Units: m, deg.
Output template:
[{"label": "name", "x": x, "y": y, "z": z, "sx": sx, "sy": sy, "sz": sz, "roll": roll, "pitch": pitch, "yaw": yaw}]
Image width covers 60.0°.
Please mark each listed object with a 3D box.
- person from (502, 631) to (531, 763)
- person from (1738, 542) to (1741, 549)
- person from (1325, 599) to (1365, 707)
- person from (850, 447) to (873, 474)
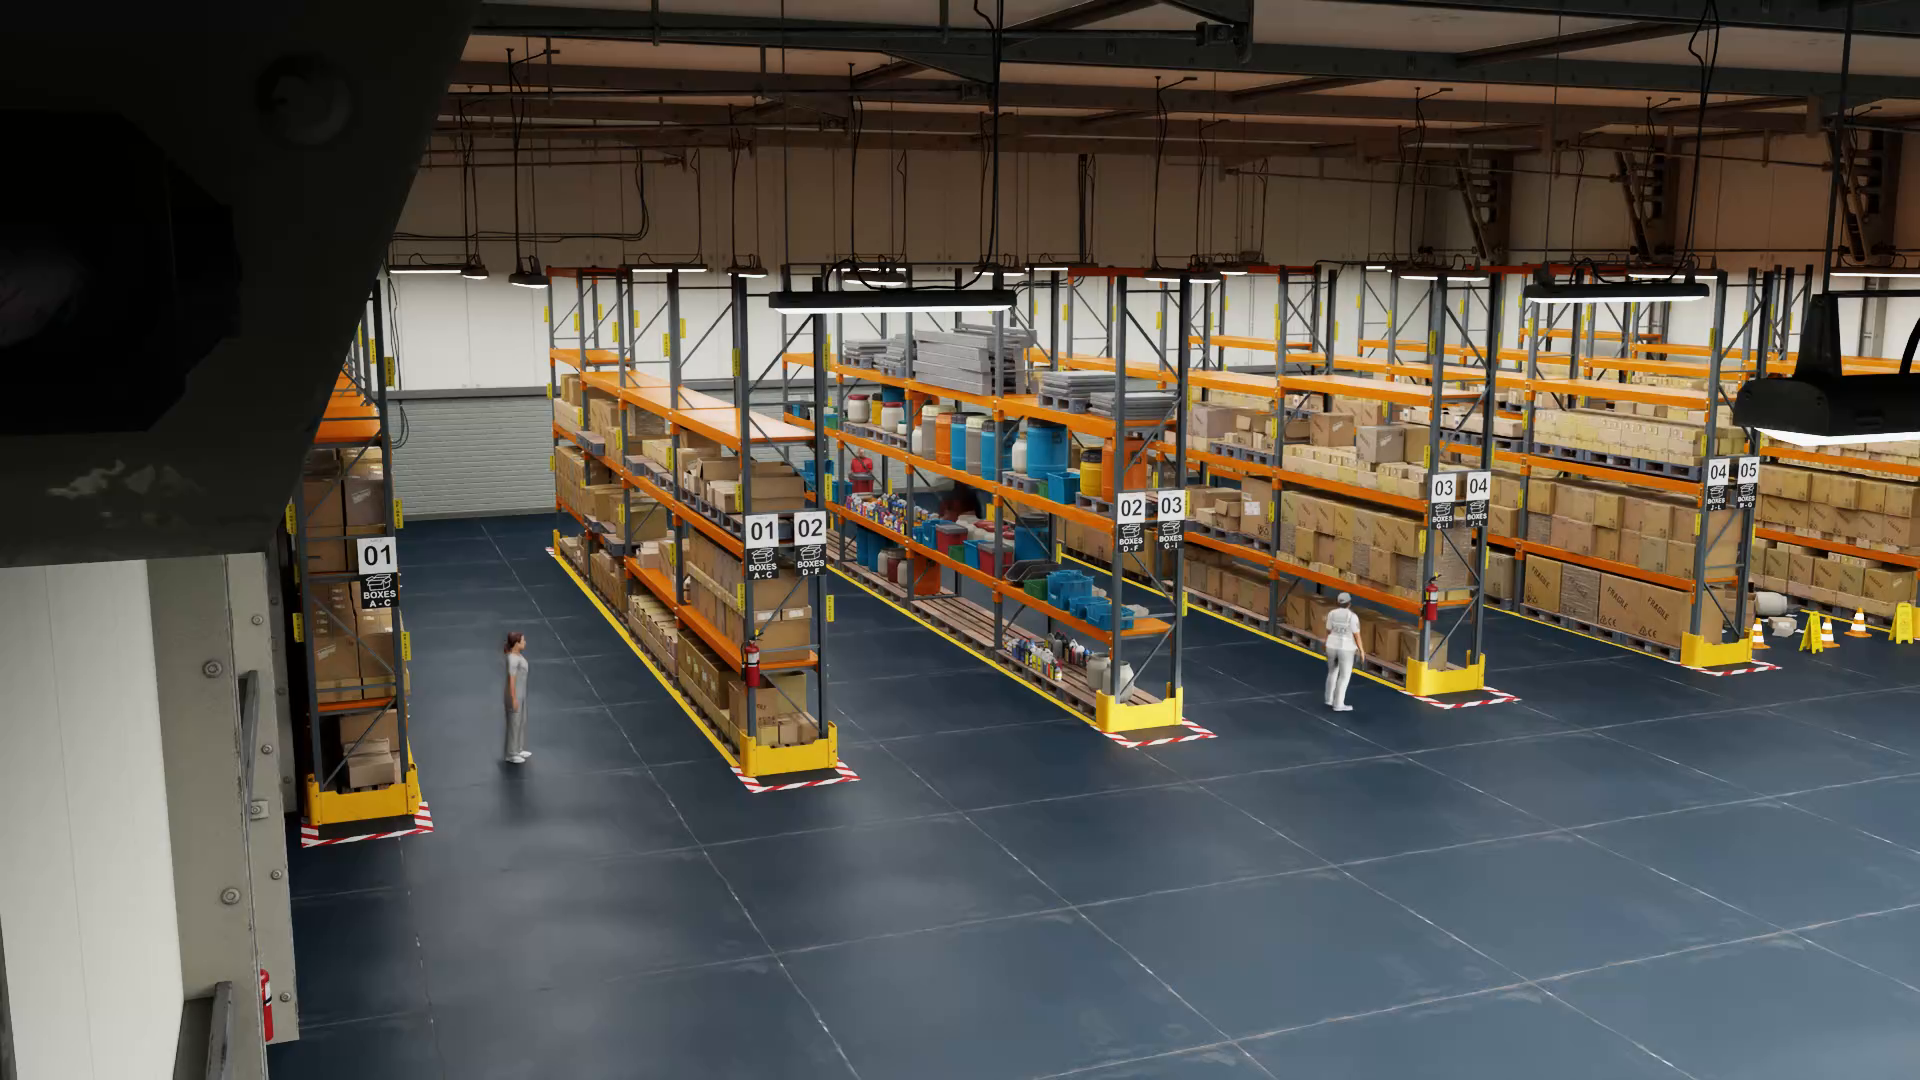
[{"label": "person", "x": -5.536, "y": 1.945, "z": 20.715, "sx": 0.338, "sy": 1.673, "sz": 0.528, "roll": -1, "pitch": 10, "yaw": -4}, {"label": "person", "x": 16.402, "y": -0.607, "z": 35.397, "sx": 0.555, "sy": 1.675, "sz": 0.738, "roll": -7, "pitch": 12, "yaw": -34}, {"label": "person", "x": 5.319, "y": 1.522, "z": 23.060, "sx": 0.397, "sy": 1.577, "sz": 0.586, "roll": -9, "pitch": 13, "yaw": -41}, {"label": "person", "x": -2.332, "y": -1.339, "z": 39.279, "sx": 0.519, "sy": 1.718, "sz": 0.560, "roll": 4, "pitch": 11, "yaw": 23}]
